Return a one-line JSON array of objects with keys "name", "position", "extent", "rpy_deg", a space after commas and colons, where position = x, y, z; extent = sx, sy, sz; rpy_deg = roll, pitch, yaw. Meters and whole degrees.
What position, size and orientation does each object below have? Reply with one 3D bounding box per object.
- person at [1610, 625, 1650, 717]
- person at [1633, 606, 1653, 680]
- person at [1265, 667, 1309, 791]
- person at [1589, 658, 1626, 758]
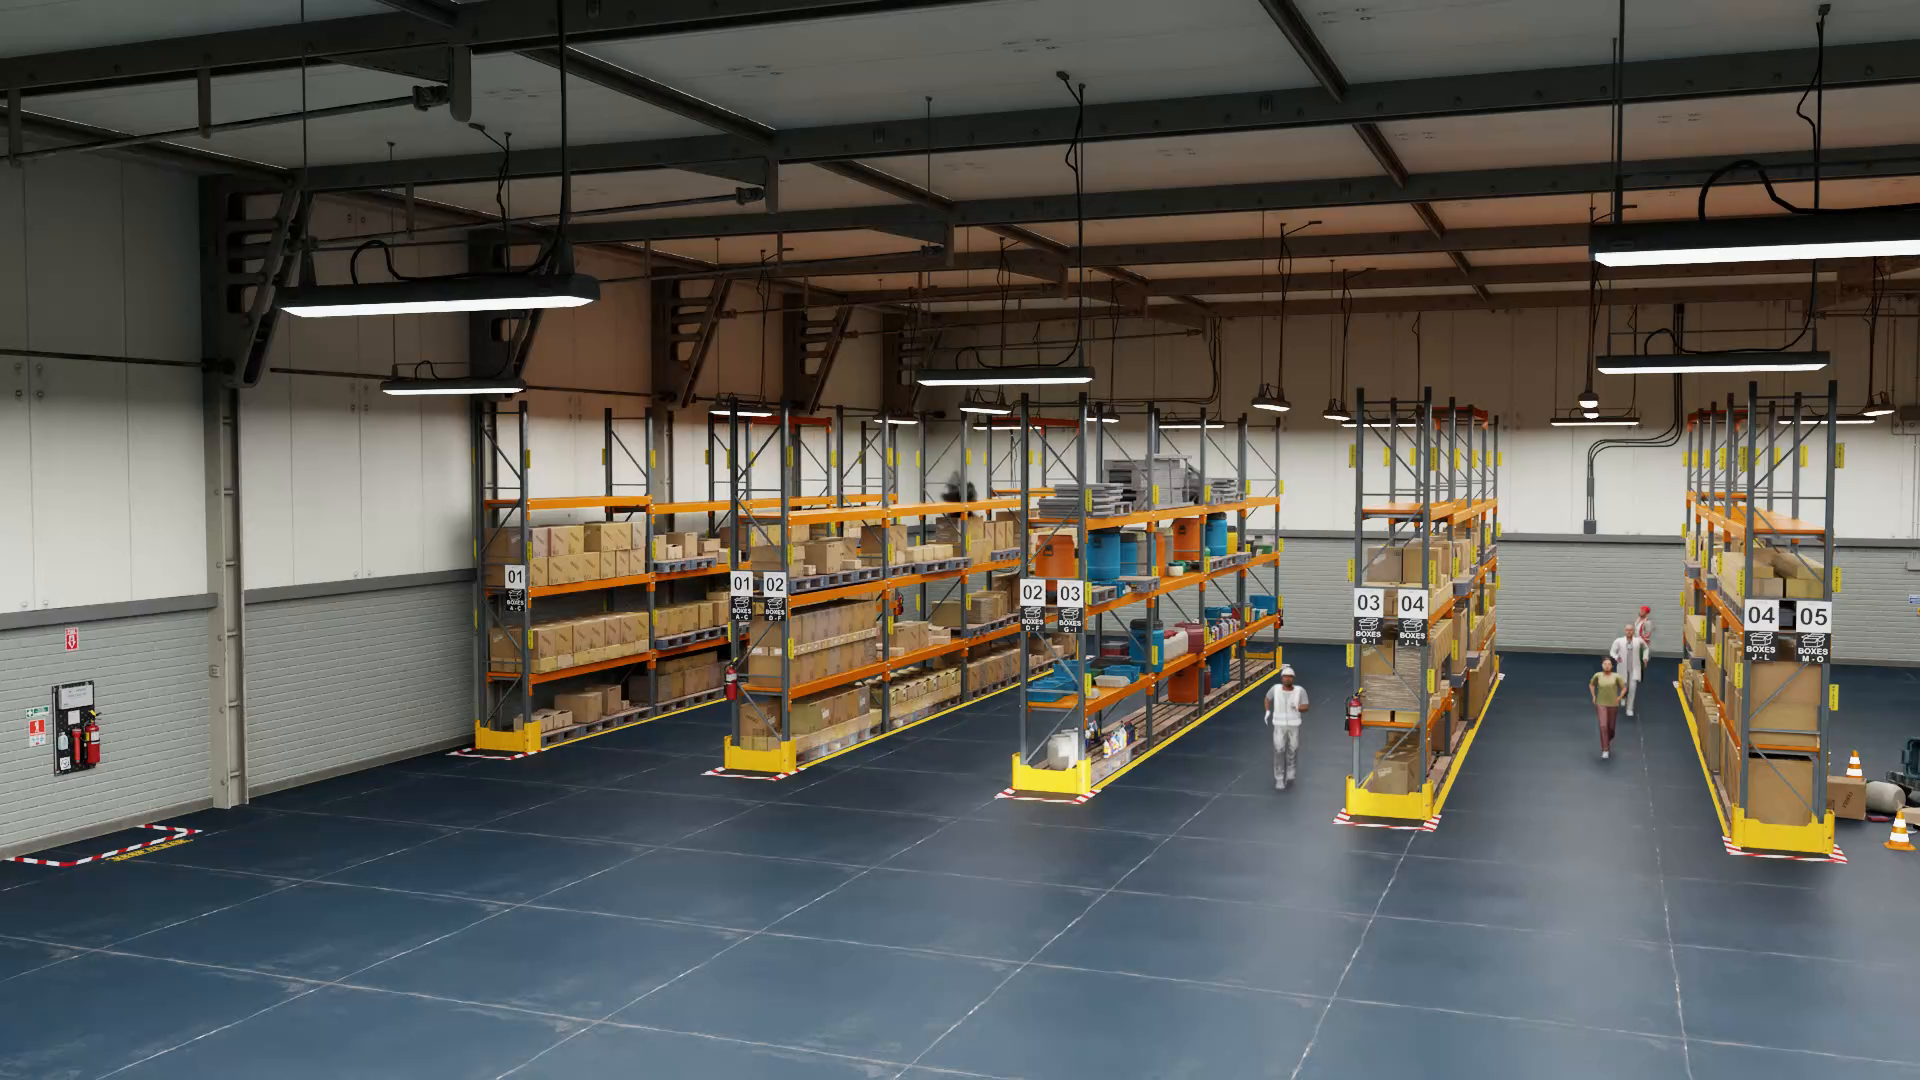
[{"name": "person", "position": [13.103, 2.532, 32.544], "extent": [0.724, 1.742, 1.079], "rpy_deg": [1, 3, 21]}, {"name": "person", "position": [15.173, 2.315, 37.208], "extent": [0.637, 1.715, 0.699], "rpy_deg": [-1, 3, -19]}, {"name": "person", "position": [4.996, 2.867, 25.428], "extent": [0.664, 1.843, 0.799], "rpy_deg": [0, 3, 9]}, {"name": "person", "position": [10.960, 2.818, 28.153], "extent": [0.591, 1.659, 0.796], "rpy_deg": [1, 3, 20]}]
